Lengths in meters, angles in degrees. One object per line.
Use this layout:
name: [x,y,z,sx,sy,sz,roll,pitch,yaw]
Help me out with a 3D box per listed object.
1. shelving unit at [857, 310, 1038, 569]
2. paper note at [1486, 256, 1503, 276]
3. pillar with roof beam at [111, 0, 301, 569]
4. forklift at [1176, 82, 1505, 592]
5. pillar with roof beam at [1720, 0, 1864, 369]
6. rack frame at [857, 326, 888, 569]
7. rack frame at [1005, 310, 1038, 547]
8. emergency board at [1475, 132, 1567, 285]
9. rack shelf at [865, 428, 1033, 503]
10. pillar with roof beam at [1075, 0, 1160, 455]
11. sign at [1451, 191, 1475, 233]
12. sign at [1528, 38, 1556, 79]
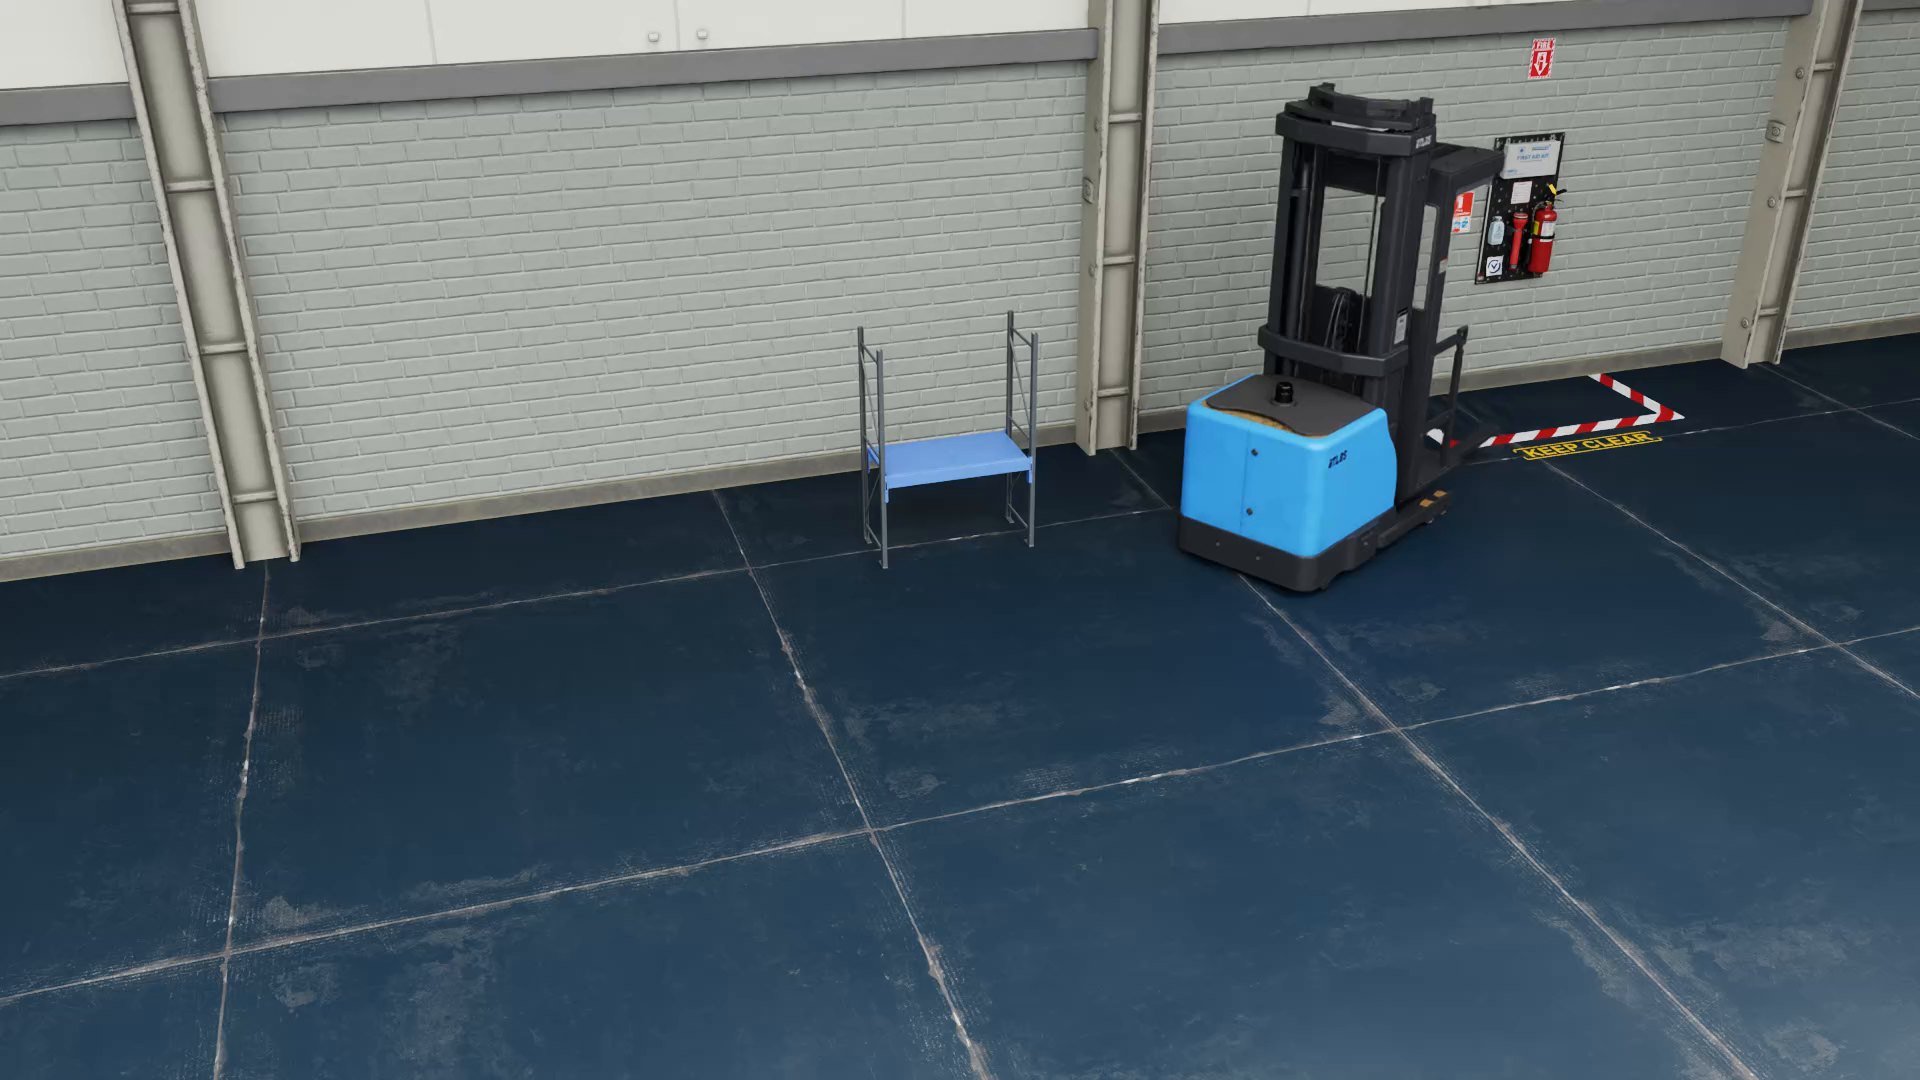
shelving unit: [-0.081,-0.660,10.887,1.048,1.500,0.538,-8,28,-16]
paper note: [4.265,-2.184,13.261,0.142,0.148,0.016,-8,28,-16]
pillar with roof beam: [-3.261,-2.113,5.380,0.400,9.000,9.100,-8,28,-16]
forklift: [2.788,-1.561,11.092,1.130,2.935,3.031,22,34,37]
pillar with roof beam: [8.149,-3.765,8.708,0.400,9.000,9.100,-8,28,-16]
rack frame: [-0.564,-0.590,10.746,0.032,1.500,0.500,-8,28,-16]
rack frame: [0.402,-0.730,11.028,0.032,1.500,0.500,-8,28,-16]
emergency board: [4.454,-2.574,13.056,0.643,1.169,0.194,-8,28,-16]
rack shelf: [-0.081,-0.499,10.967,1.000,0.185,0.538,-8,28,-16]
pillar with roof beam: [2.444,-2.939,7.044,0.400,9.000,9.100,-8,28,-16]
sign: [3.897,-2.558,12.982,0.234,0.329,0.001,-8,28,-16]
sign: [4.416,-3.653,12.623,0.199,0.298,0.001,-8,28,-16]
